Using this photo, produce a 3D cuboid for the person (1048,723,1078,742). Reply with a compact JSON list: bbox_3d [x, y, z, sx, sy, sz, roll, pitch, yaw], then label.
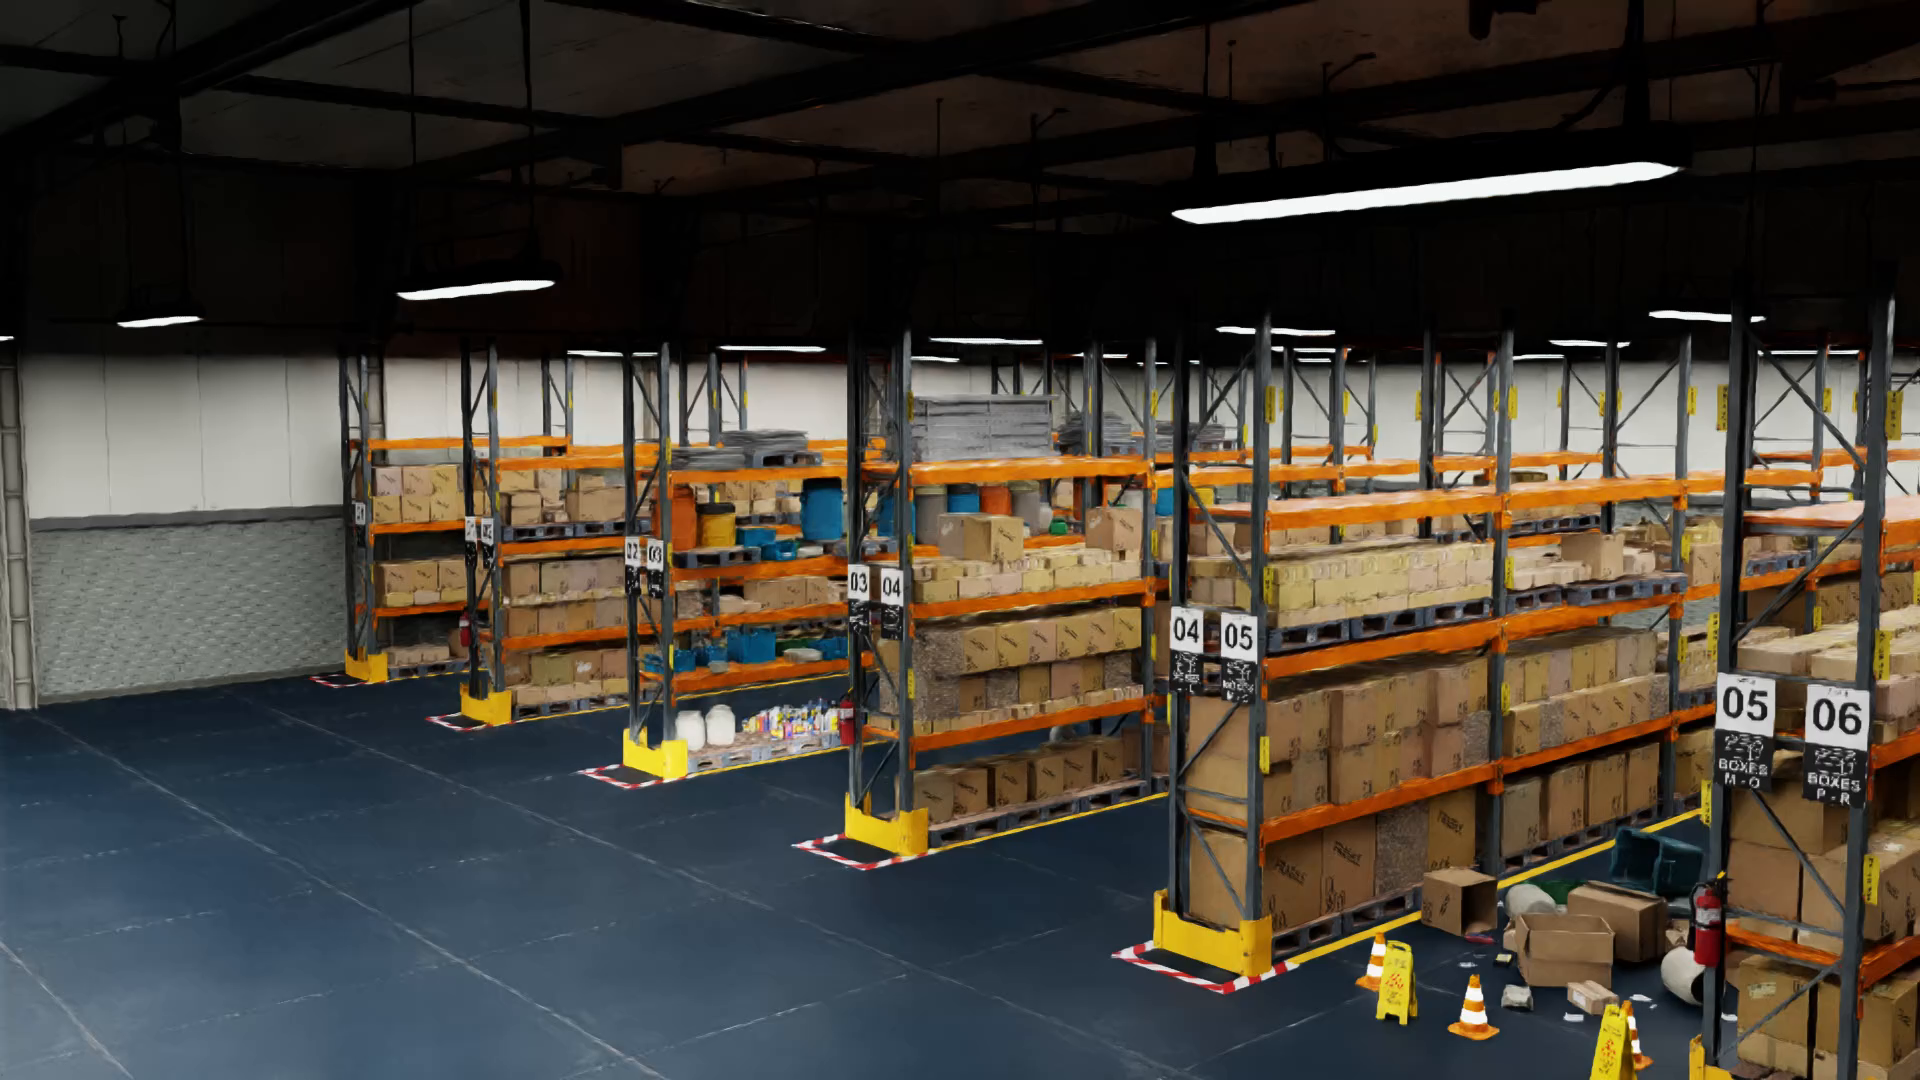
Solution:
[{"bbox_3d":[1.328,2.309,22.823,1.095,1.586,0.447,-4,7,-38],"label":"person"}]
